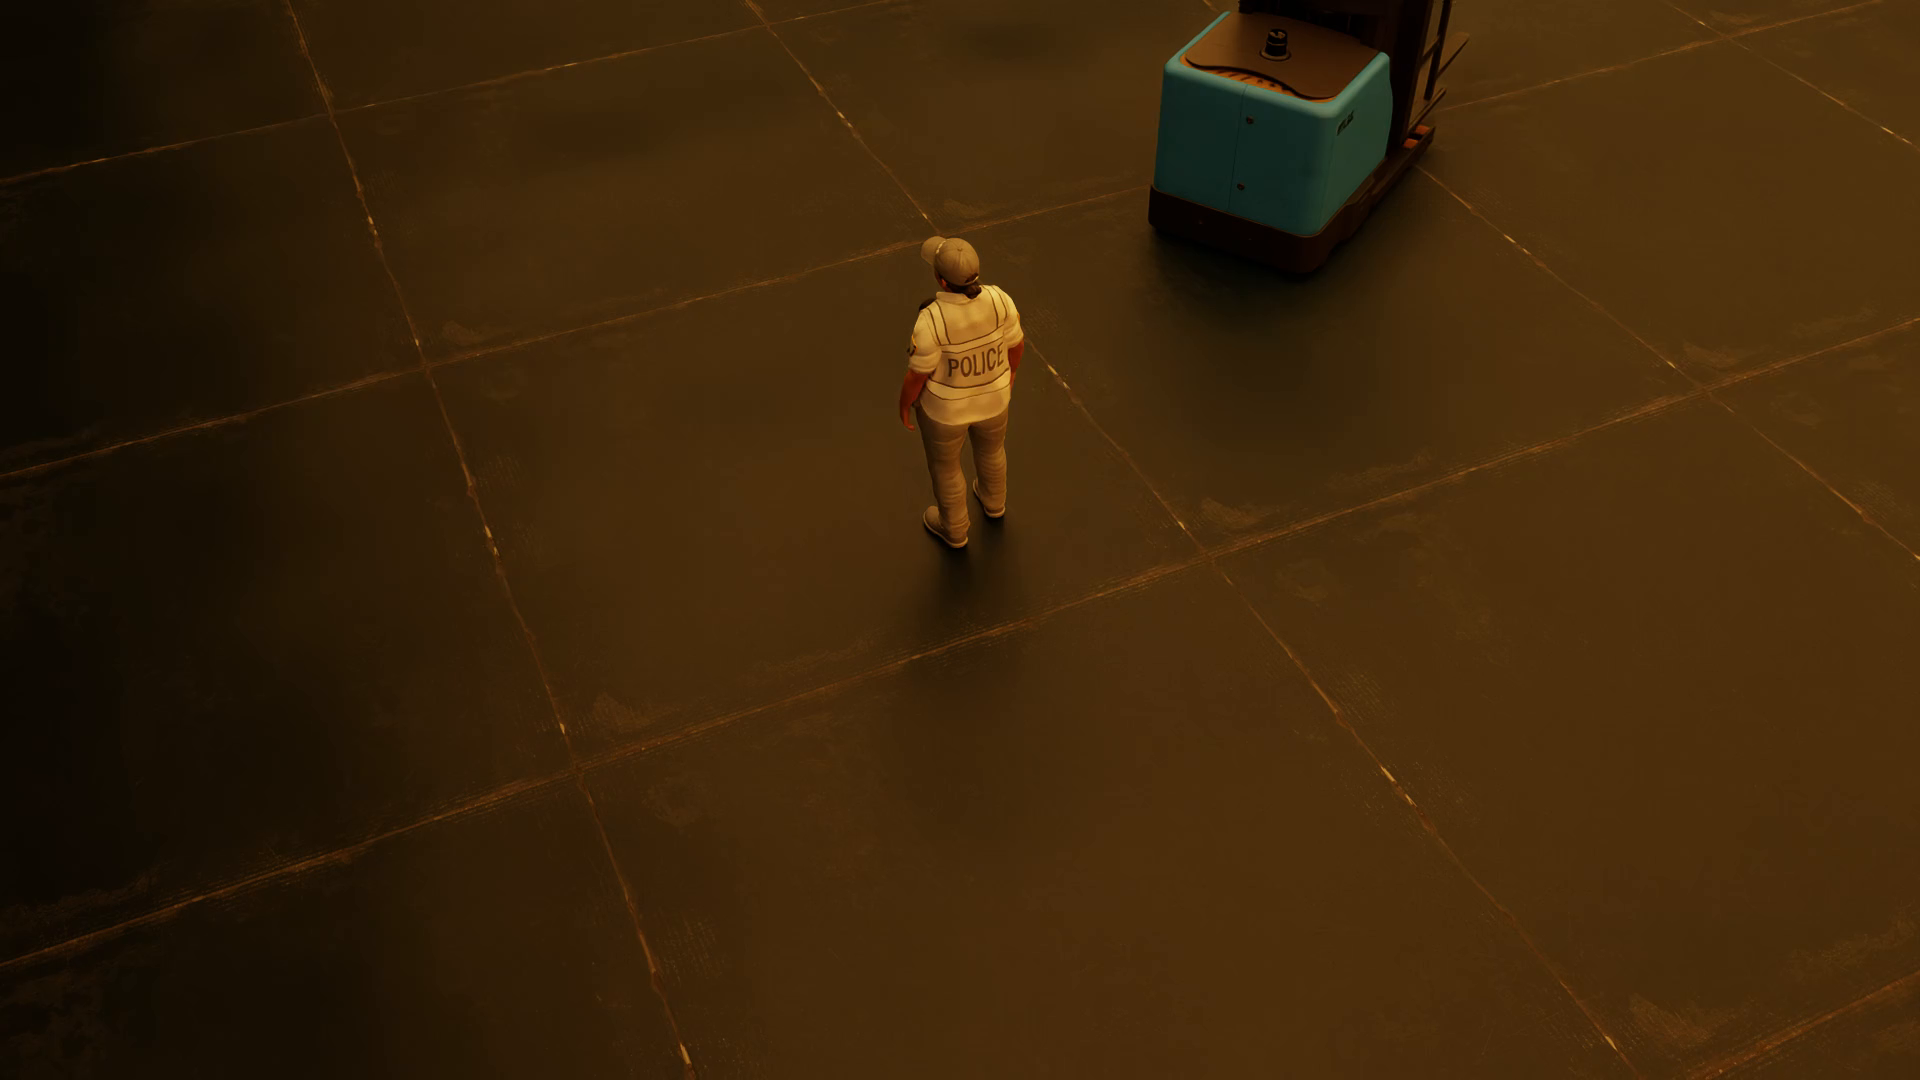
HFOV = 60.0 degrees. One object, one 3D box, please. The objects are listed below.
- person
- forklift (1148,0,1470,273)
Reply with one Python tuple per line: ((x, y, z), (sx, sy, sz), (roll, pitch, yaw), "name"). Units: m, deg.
((-0.011, -0.669, 7.312), (0.598, 1.670, 0.529), (-18, 46, -18), "person")
((2.314, -3.548, 9.482), (1.130, 2.935, 3.031), (24, 48, 23), "forklift")
